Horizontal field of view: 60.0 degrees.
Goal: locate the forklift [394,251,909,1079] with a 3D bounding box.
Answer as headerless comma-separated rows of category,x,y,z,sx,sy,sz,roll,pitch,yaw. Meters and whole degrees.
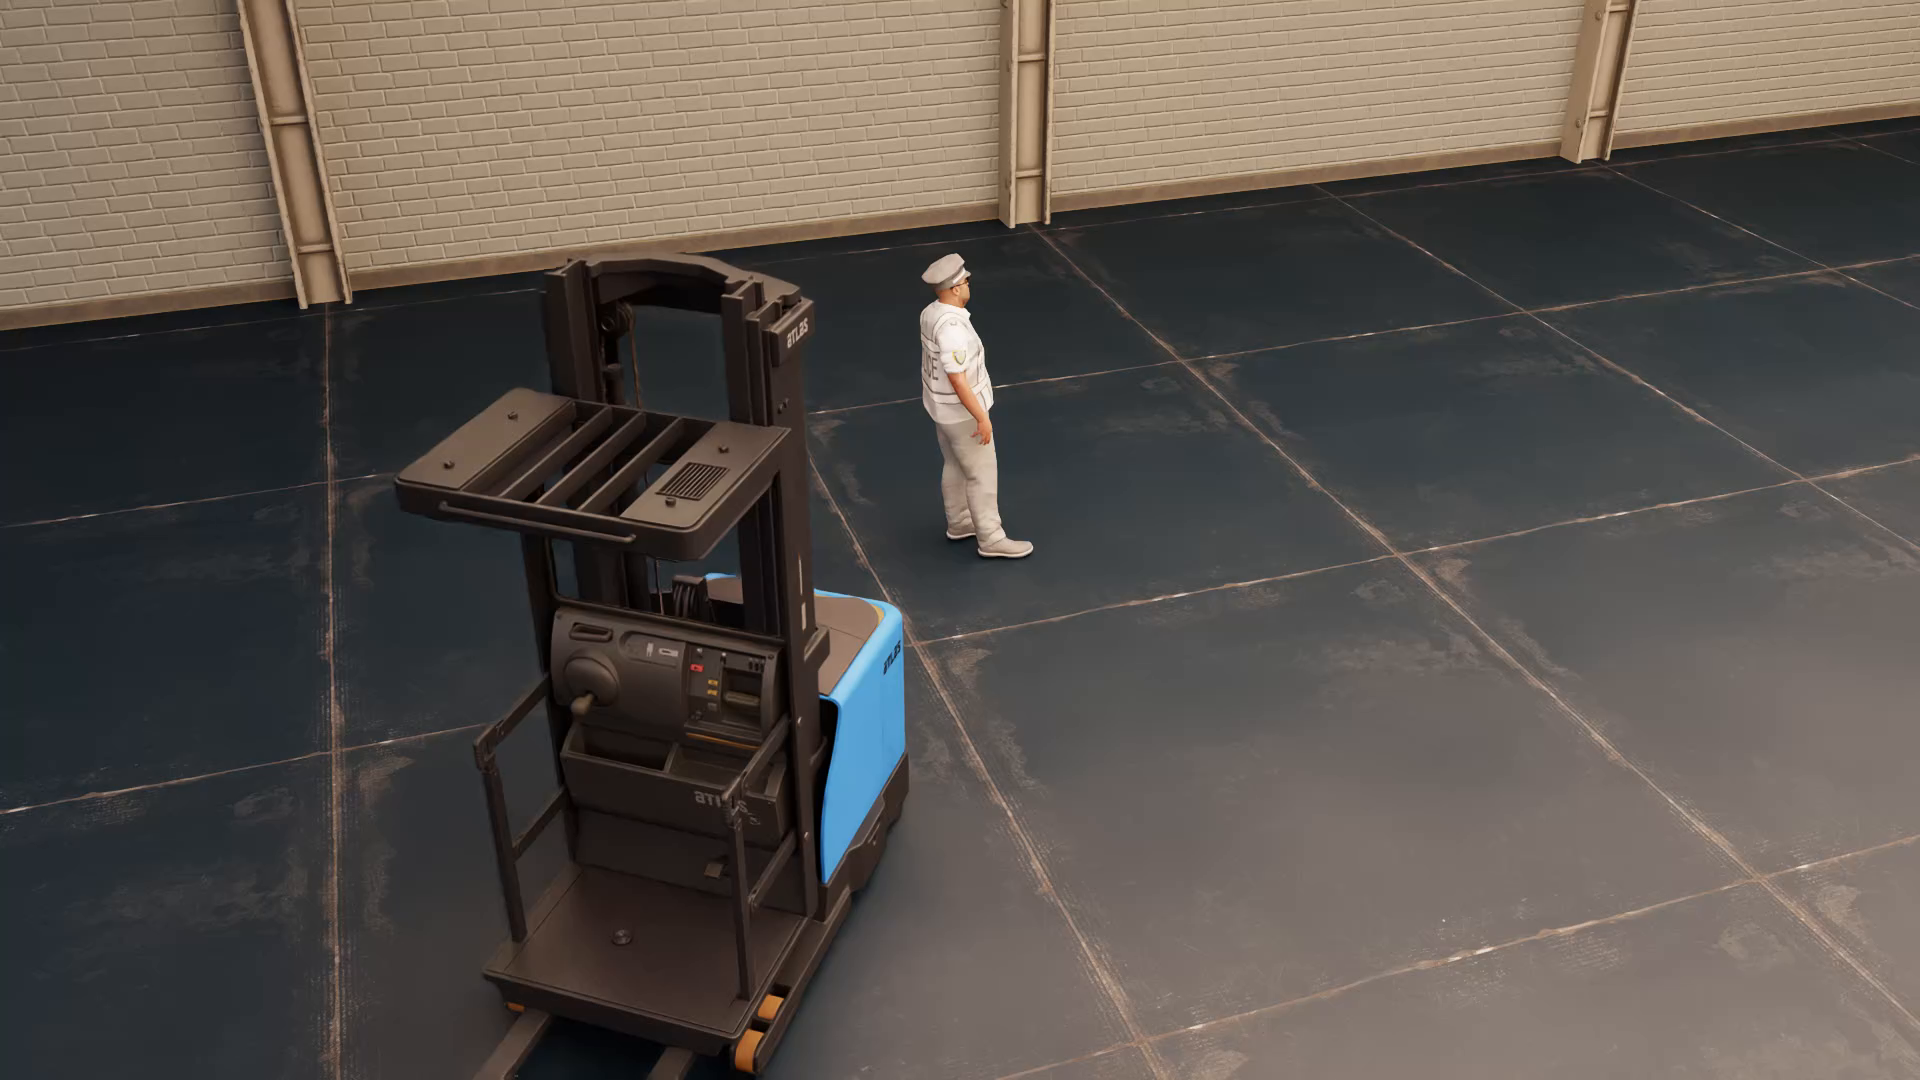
forklift,-1.187,0.566,6.104,1.130,2.935,3.031,9,31,16

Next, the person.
person,0.077,-0.785,9.590,0.575,1.781,0.640,-10,31,-16
